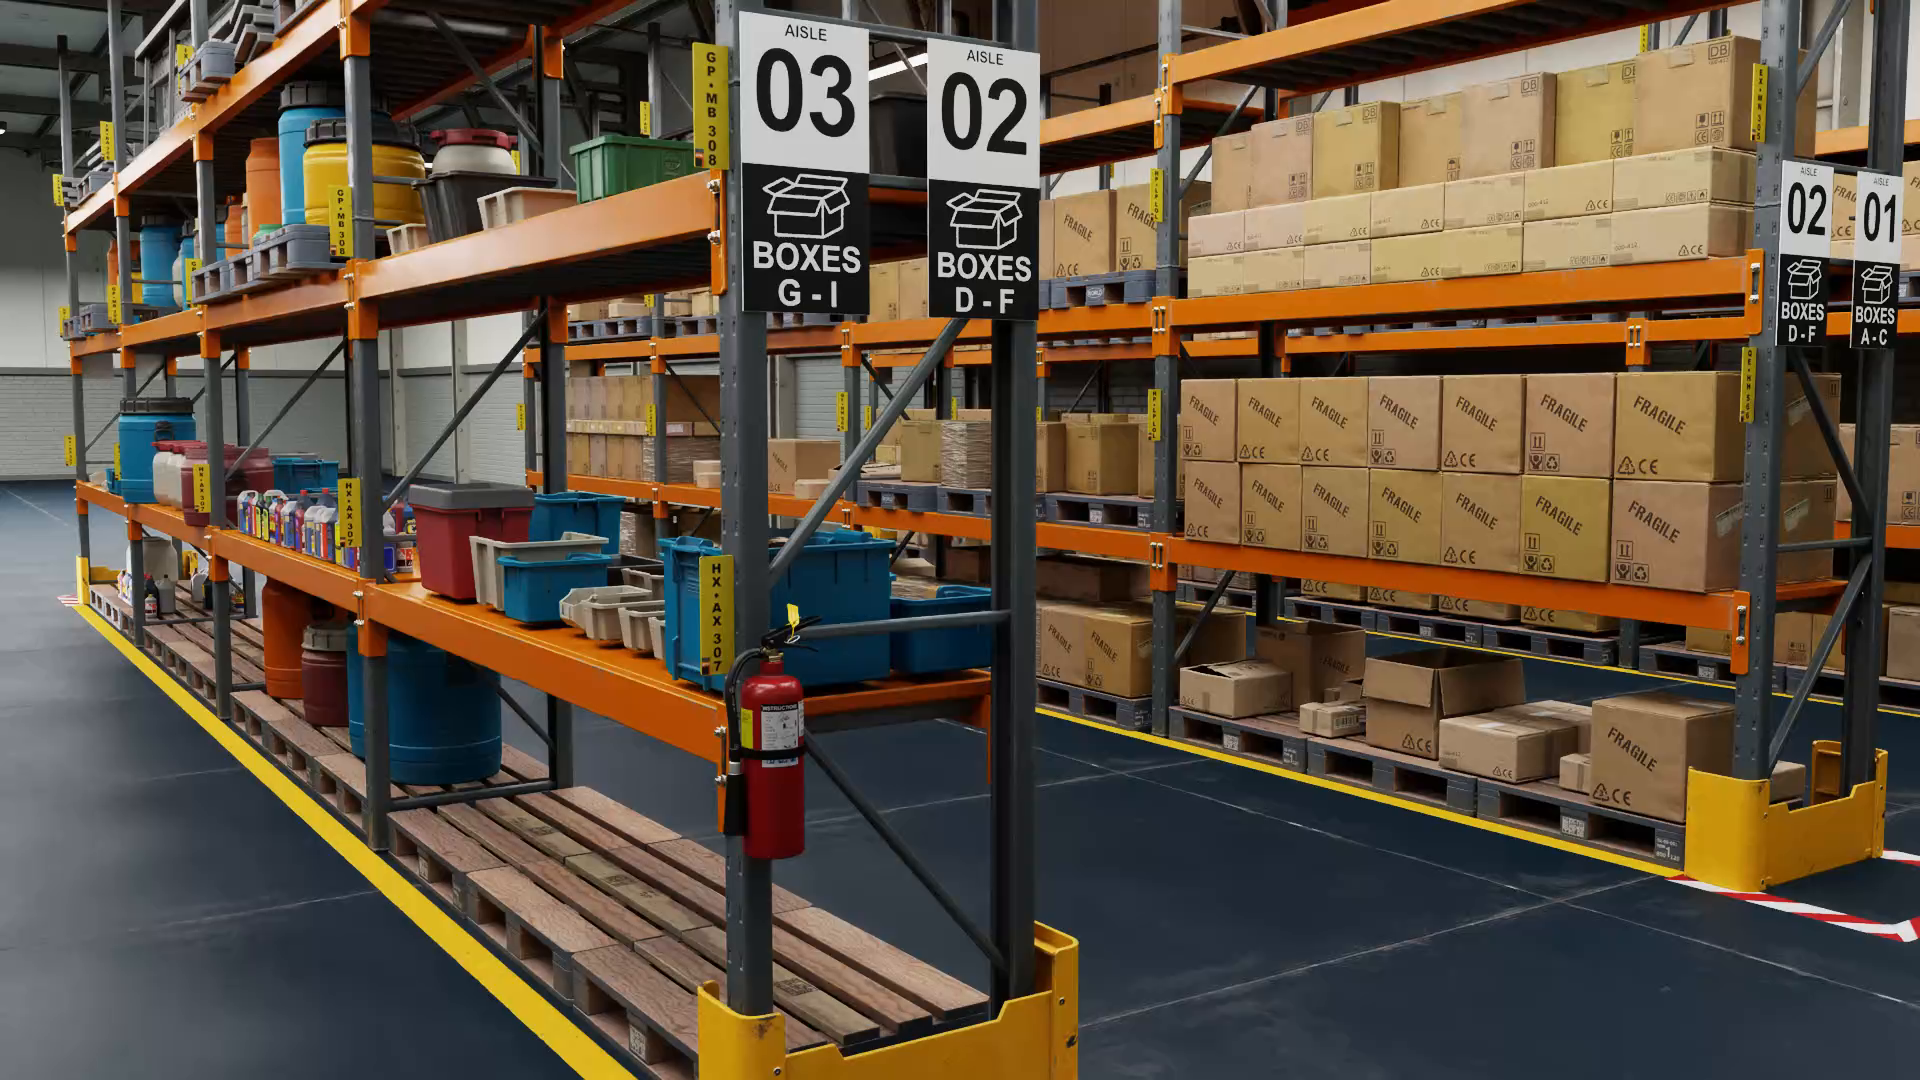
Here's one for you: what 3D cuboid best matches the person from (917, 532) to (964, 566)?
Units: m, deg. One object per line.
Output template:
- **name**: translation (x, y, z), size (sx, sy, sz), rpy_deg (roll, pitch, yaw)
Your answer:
- **person**: translation (-0.190, -0.075, 16.601), size (0.528, 1.679, 0.405), rpy_deg (1, 5, 16)
